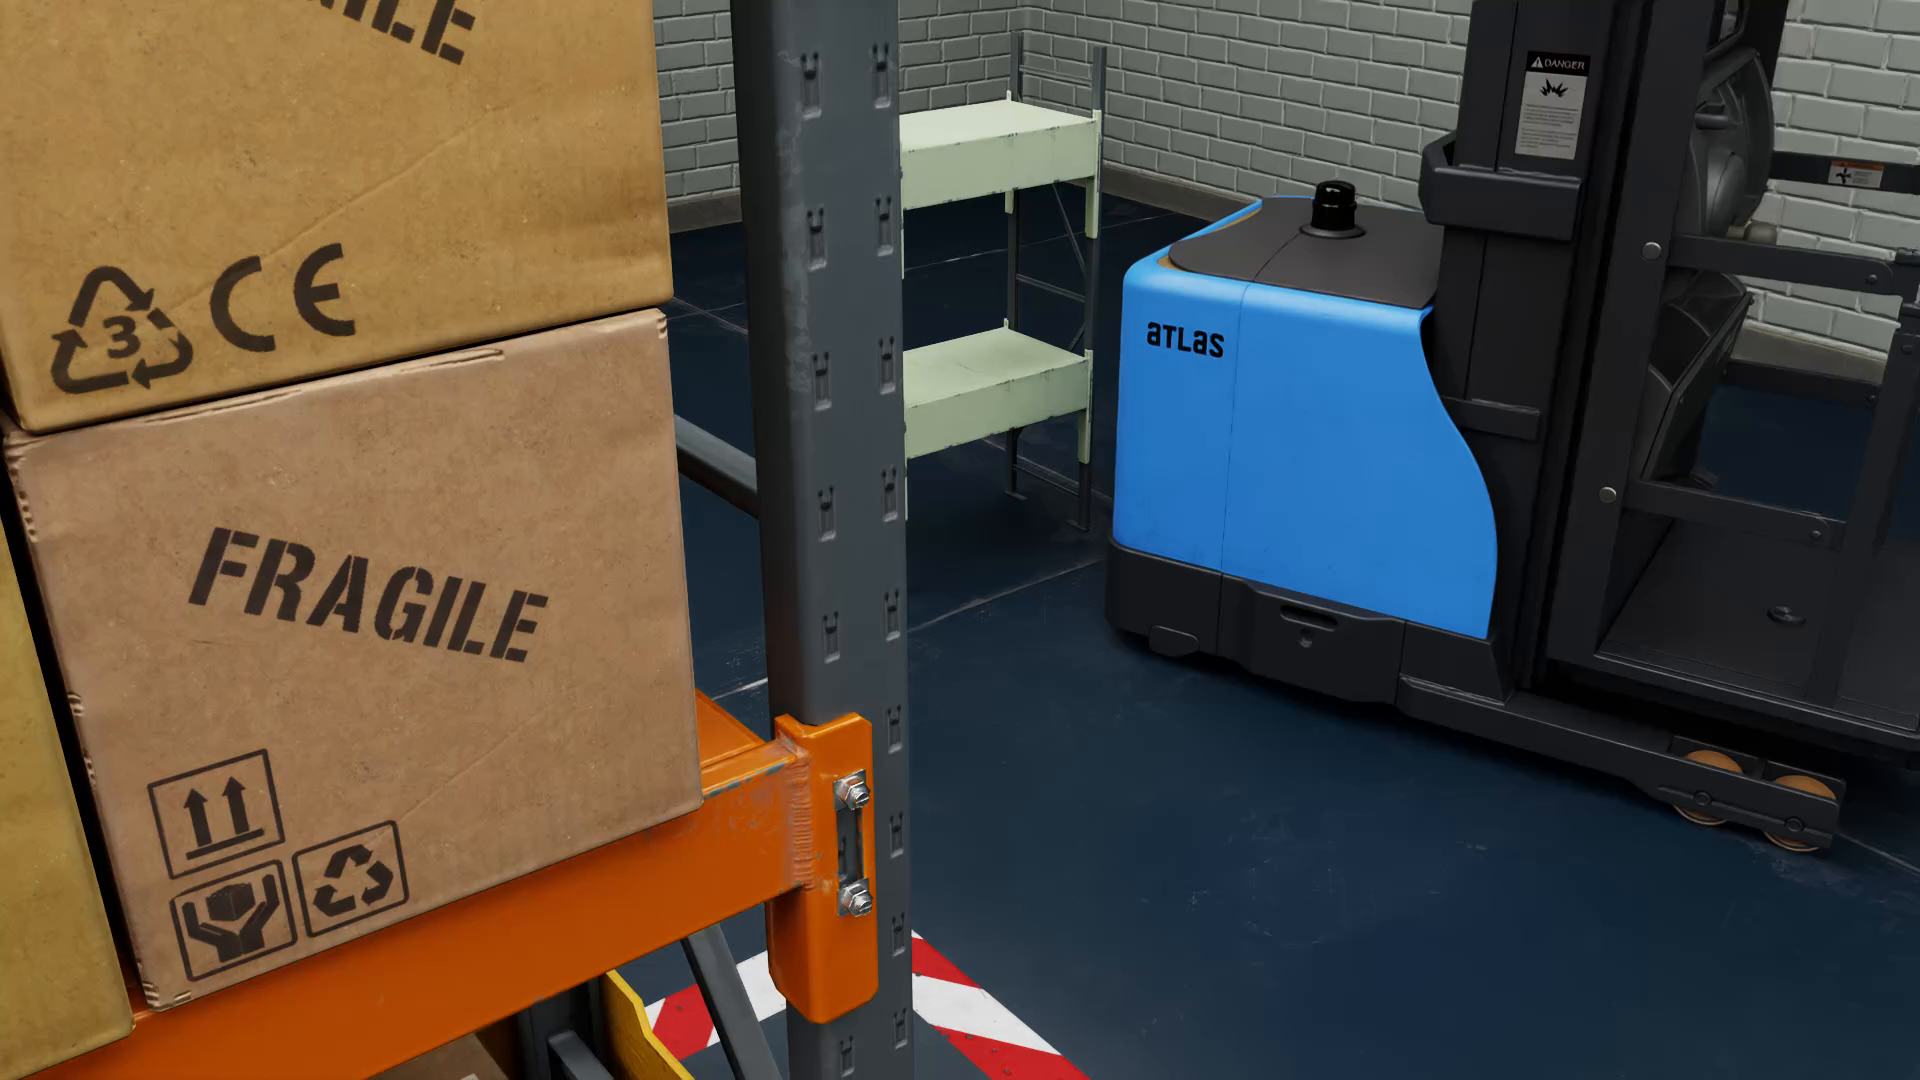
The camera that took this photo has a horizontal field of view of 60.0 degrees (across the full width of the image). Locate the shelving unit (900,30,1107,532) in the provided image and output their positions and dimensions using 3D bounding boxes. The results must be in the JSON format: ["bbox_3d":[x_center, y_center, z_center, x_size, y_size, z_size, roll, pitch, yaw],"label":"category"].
[{"bbox_3d":[-0.005,-0.679,4.931,0.755,1.500,0.431,-18,31,-34],"label":"shelving unit"}]

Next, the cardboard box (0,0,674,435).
[{"bbox_3d":[-0.588,-0.442,1.332,0.500,0.500,0.500,-19,31,-34],"label":"cardboard box"}]

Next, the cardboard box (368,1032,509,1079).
[{"bbox_3d":[-0.684,1.008,1.962,0.500,0.500,0.500,-18,31,-34],"label":"cardboard box"}]

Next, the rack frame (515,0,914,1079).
[{"bbox_3d":[-0.410,-0.151,2.011,0.053,2.616,0.949,-18,31,-34],"label":"rack frame"}]

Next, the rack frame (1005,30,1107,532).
[{"bbox_3d":[0.283,-0.774,5.135,0.023,1.500,0.400,-18,31,-34],"label":"rack frame"}]

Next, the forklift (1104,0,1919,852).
[{"bbox_3d":[1.919,-0.885,3.675,3.031,2.935,1.130,15,29,29],"label":"forklift"}]

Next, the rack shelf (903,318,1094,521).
[{"bbox_3d":[-0.005,-0.383,5.068,0.720,0.370,0.431,-18,31,-34],"label":"rack shelf"}]

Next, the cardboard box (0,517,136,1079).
[{"bbox_3d":[-0.999,0.148,1.250,0.500,0.500,0.500,-18,30,-34],"label":"cardboard box"}]

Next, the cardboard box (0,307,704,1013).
[{"bbox_3d":[-0.592,0.012,1.543,0.500,0.500,0.500,-17,30,-32],"label":"cardboard box"}]

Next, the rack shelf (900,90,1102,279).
[{"bbox_3d":[-0.005,-1.033,4.766,0.720,0.370,0.431,-18,31,-34],"label":"rack shelf"}]

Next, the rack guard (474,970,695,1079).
[{"bbox_3d":[-0.468,1.004,2.493,0.348,0.500,1.175,-18,31,-34],"label":"rack guard"}]

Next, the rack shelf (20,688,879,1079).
[{"bbox_3d":[-1.982,0.696,1.041,4.000,0.370,1.077,-18,31,-34],"label":"rack shelf"}]
